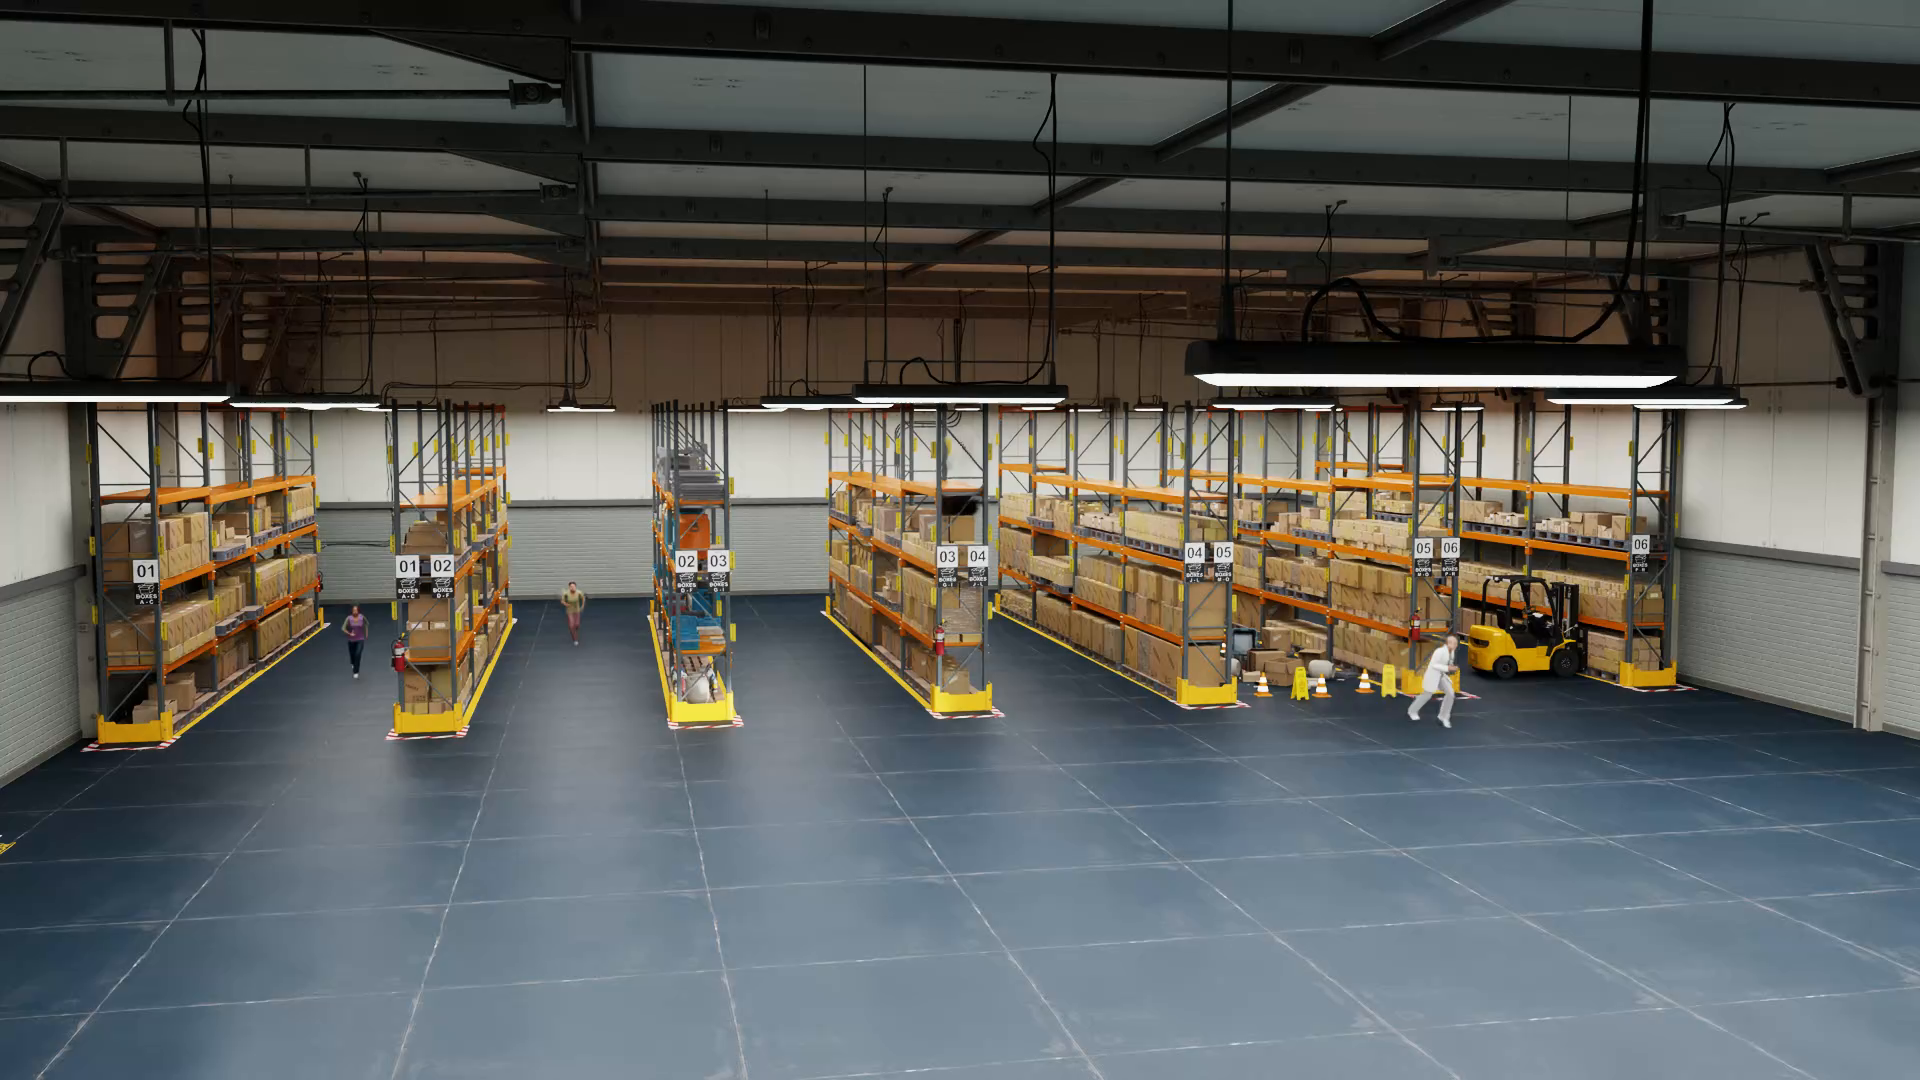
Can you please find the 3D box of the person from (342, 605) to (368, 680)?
[{"bbox_3d":[-13.157,2.203,36.198,0.564,1.592,0.921,-2,5,-23],"label":"person"}]

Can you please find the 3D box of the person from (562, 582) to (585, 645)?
[{"bbox_3d":[-9.613,1.825,41.369,0.571,1.594,0.675,-1,4,-11],"label":"person"}]

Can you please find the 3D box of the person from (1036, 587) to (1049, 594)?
[{"bbox_3d":[2.493,1.174,49.757,0.531,1.637,0.619,4,6,43],"label":"person"}]

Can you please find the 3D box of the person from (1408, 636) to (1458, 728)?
[{"bbox_3d":[8.754,2.660,30.707,0.753,1.623,1.072,-4,6,-41],"label":"person"}]

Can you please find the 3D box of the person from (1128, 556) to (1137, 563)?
[{"bbox_3d":[5.135,1.012,50.818,0.910,1.766,0.672,0,4,-6],"label":"person"}]
